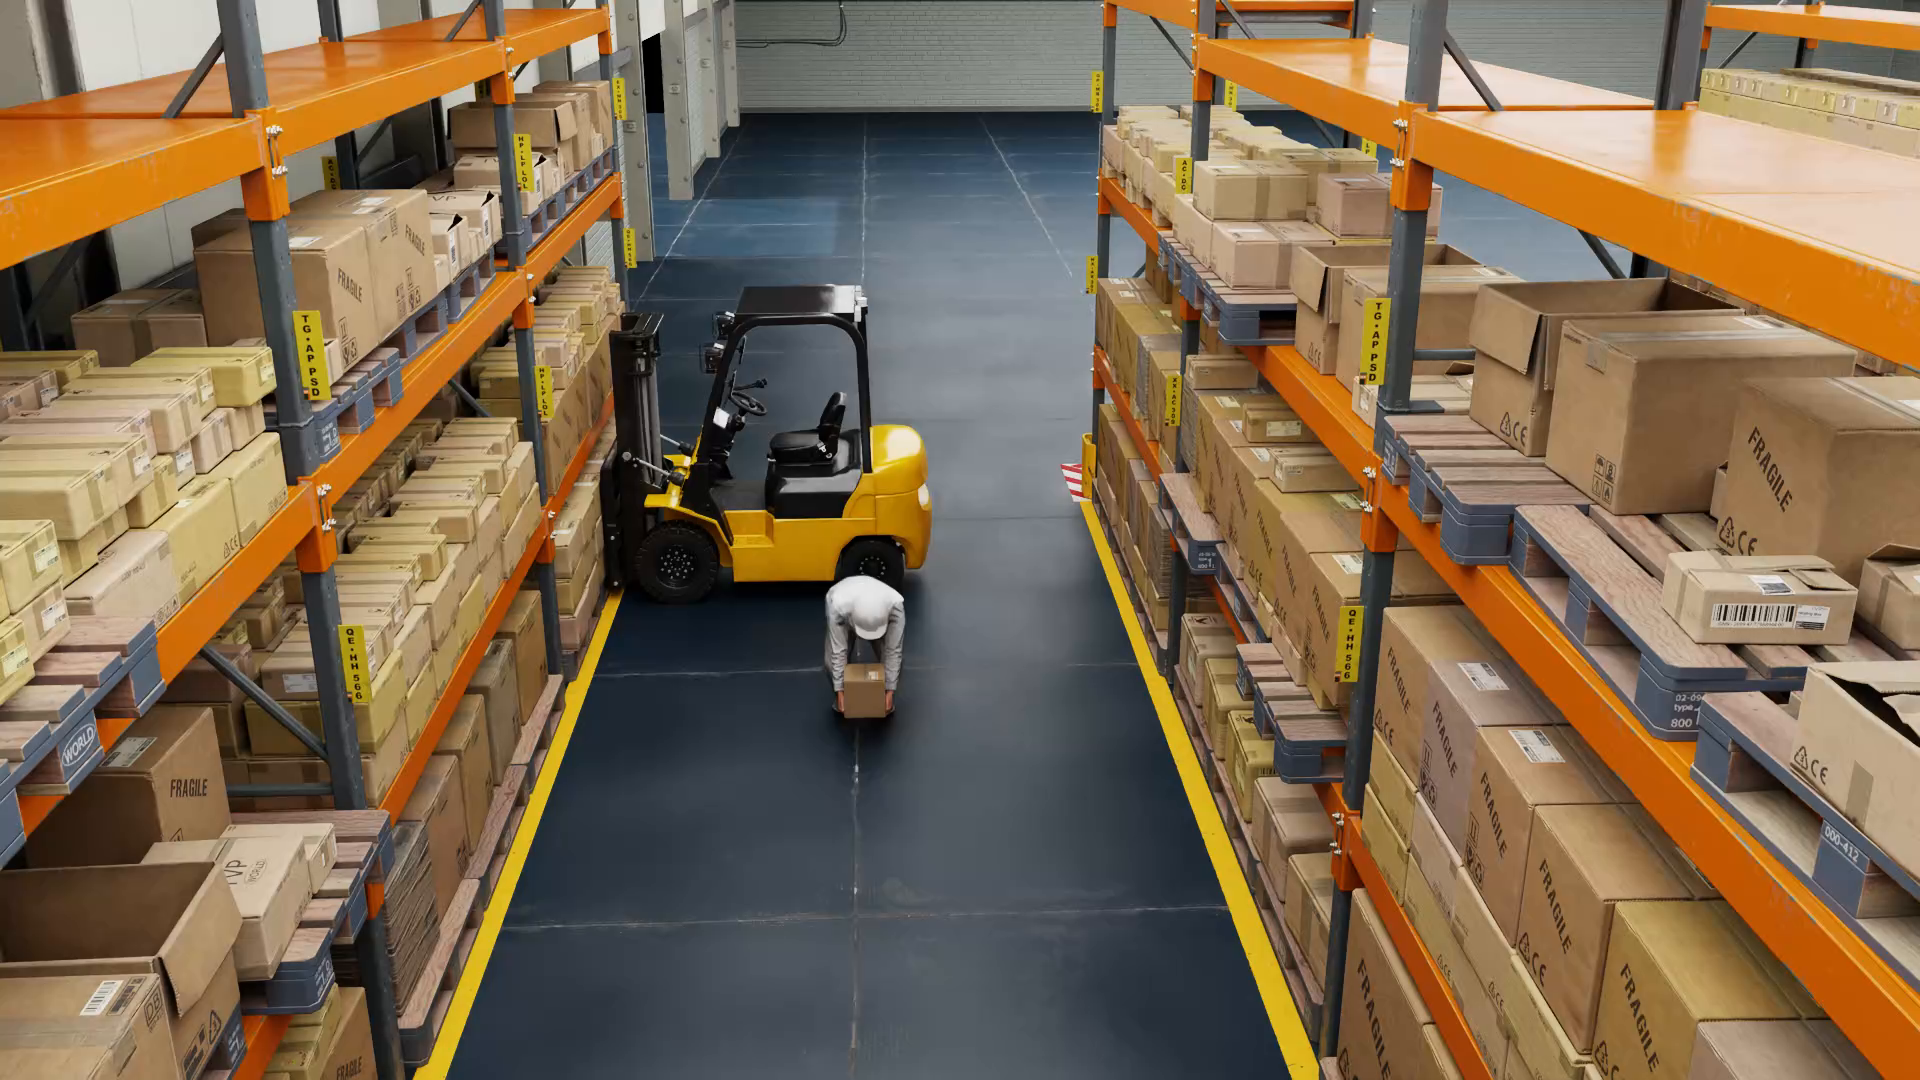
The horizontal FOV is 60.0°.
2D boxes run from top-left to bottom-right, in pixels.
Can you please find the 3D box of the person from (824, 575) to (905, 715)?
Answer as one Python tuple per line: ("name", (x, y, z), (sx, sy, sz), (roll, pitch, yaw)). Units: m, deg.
("person", (-0.601, 0.654, 10.403), (0.506, 0.992, 0.952), (-2, 20, -5))
